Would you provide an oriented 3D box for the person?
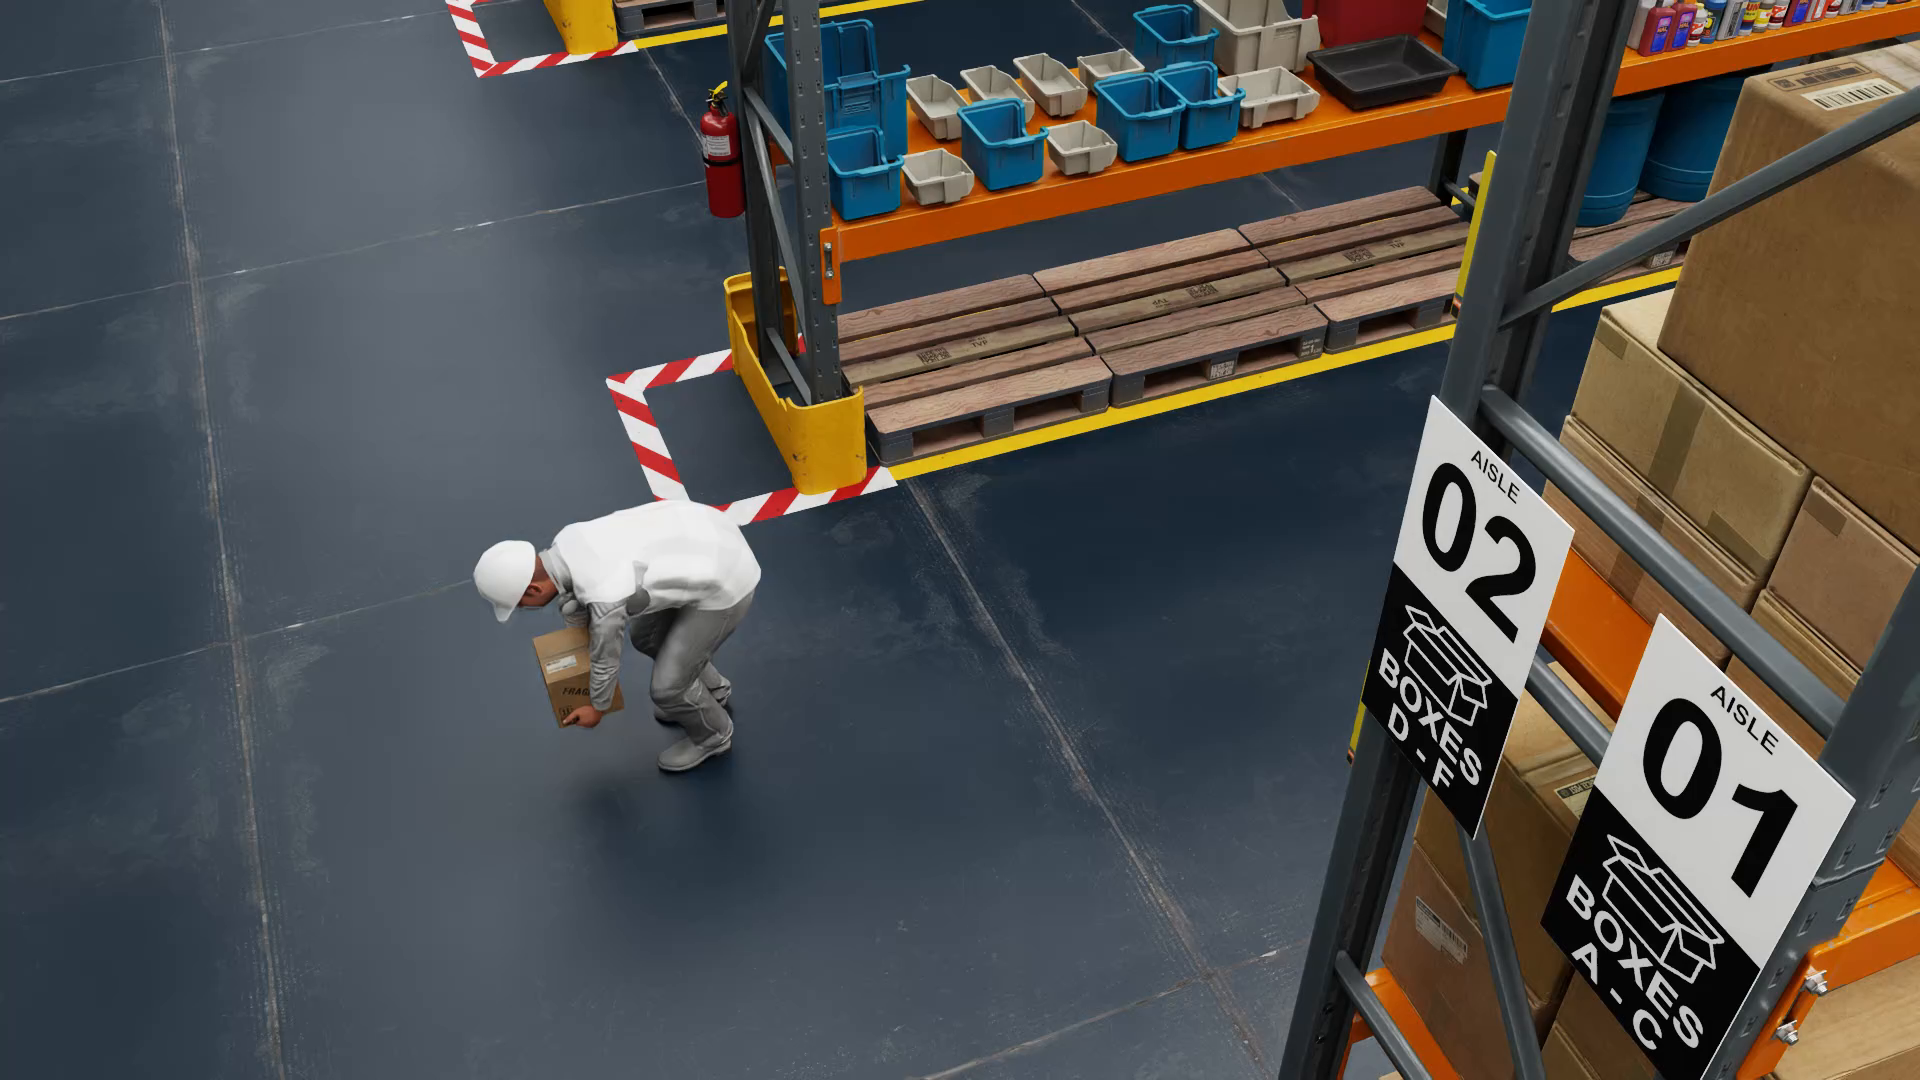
[{"bbox_3d":[-1.213,0.368,6.153,0.980,1.204,0.485,-17,44,-18],"label":"person"}]
